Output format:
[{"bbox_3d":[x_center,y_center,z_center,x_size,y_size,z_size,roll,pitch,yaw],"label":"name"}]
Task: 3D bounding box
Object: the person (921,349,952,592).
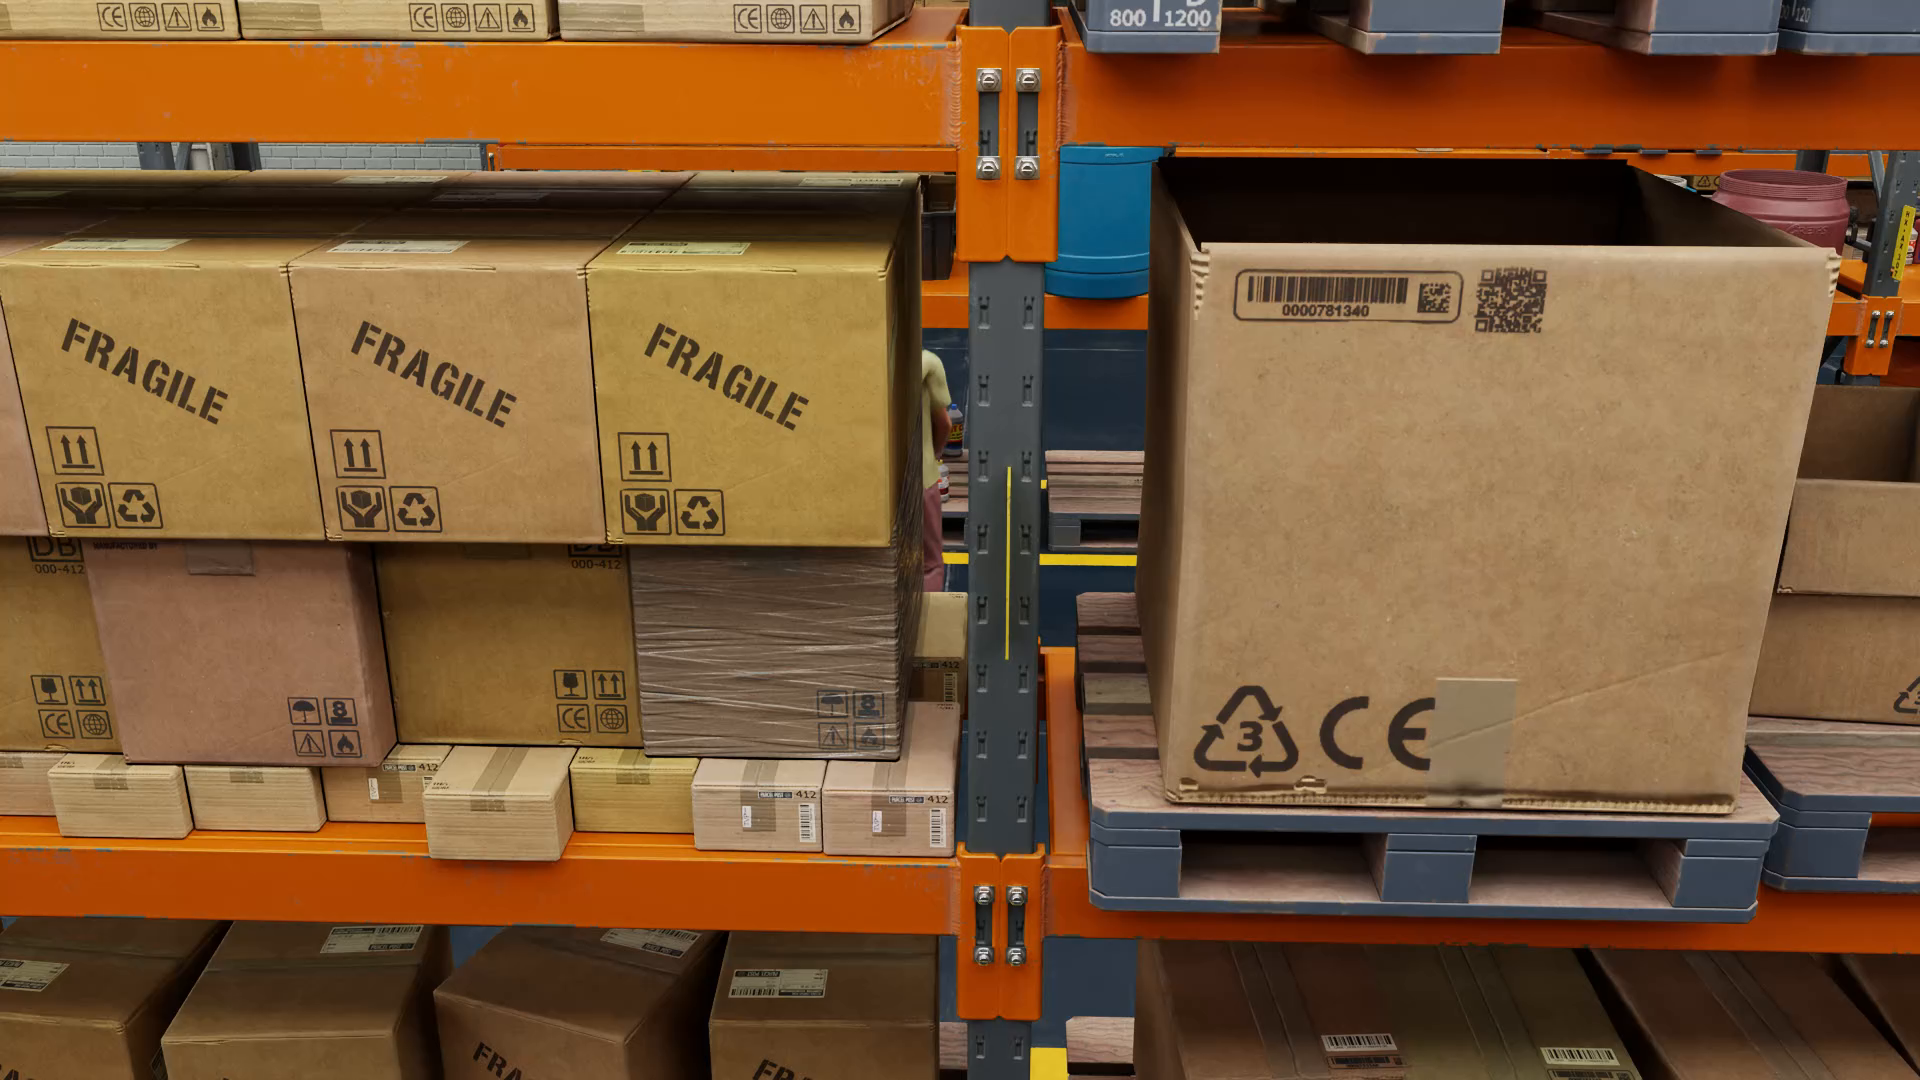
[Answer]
[{"bbox_3d":[-0.265,-0.233,6.689,0.468,1.675,0.435,0,21,1],"label":"person"}]
